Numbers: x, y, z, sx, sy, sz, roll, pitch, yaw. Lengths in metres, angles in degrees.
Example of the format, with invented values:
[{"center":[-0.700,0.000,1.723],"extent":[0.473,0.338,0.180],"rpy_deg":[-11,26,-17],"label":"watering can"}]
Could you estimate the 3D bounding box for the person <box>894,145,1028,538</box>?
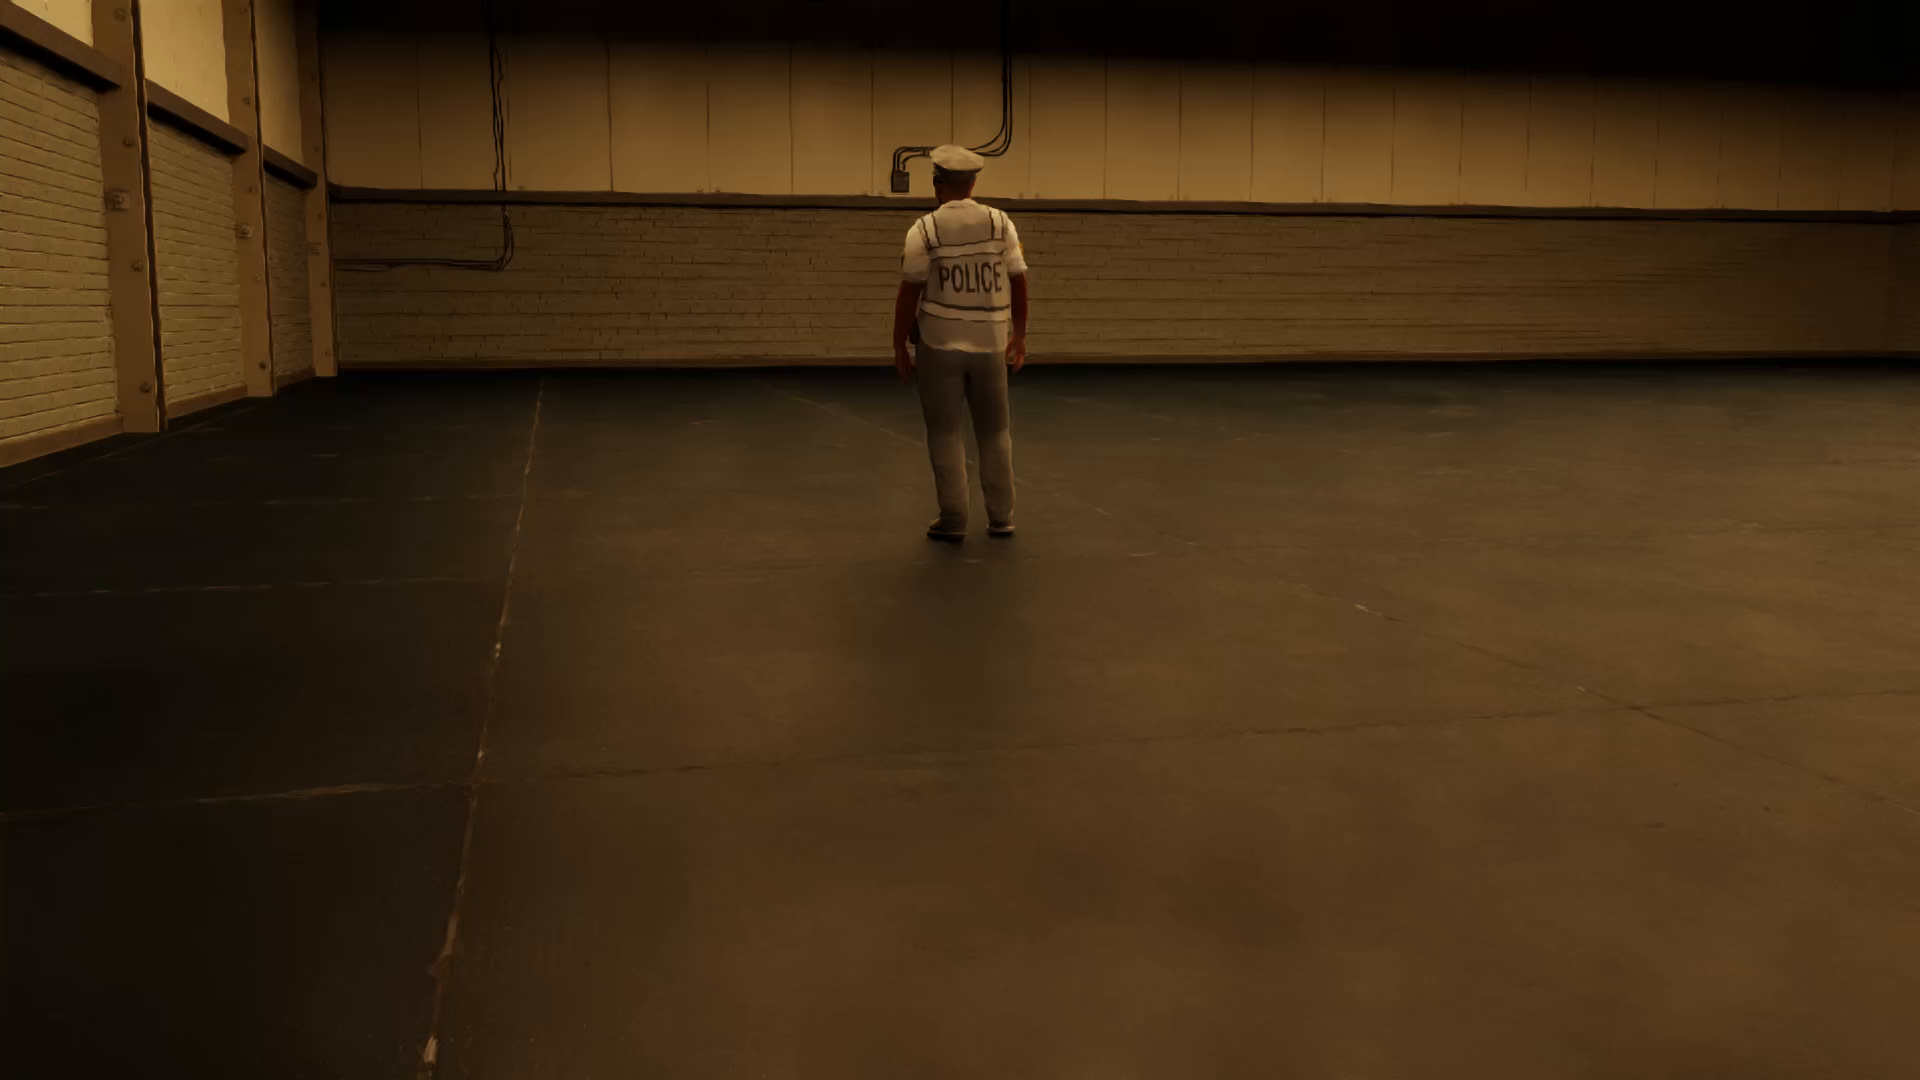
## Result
[{"center":[-0.007,-0.901,7.660],"extent":[0.640,1.781,0.574],"rpy_deg":[-2,8,-13],"label":"person"}]
